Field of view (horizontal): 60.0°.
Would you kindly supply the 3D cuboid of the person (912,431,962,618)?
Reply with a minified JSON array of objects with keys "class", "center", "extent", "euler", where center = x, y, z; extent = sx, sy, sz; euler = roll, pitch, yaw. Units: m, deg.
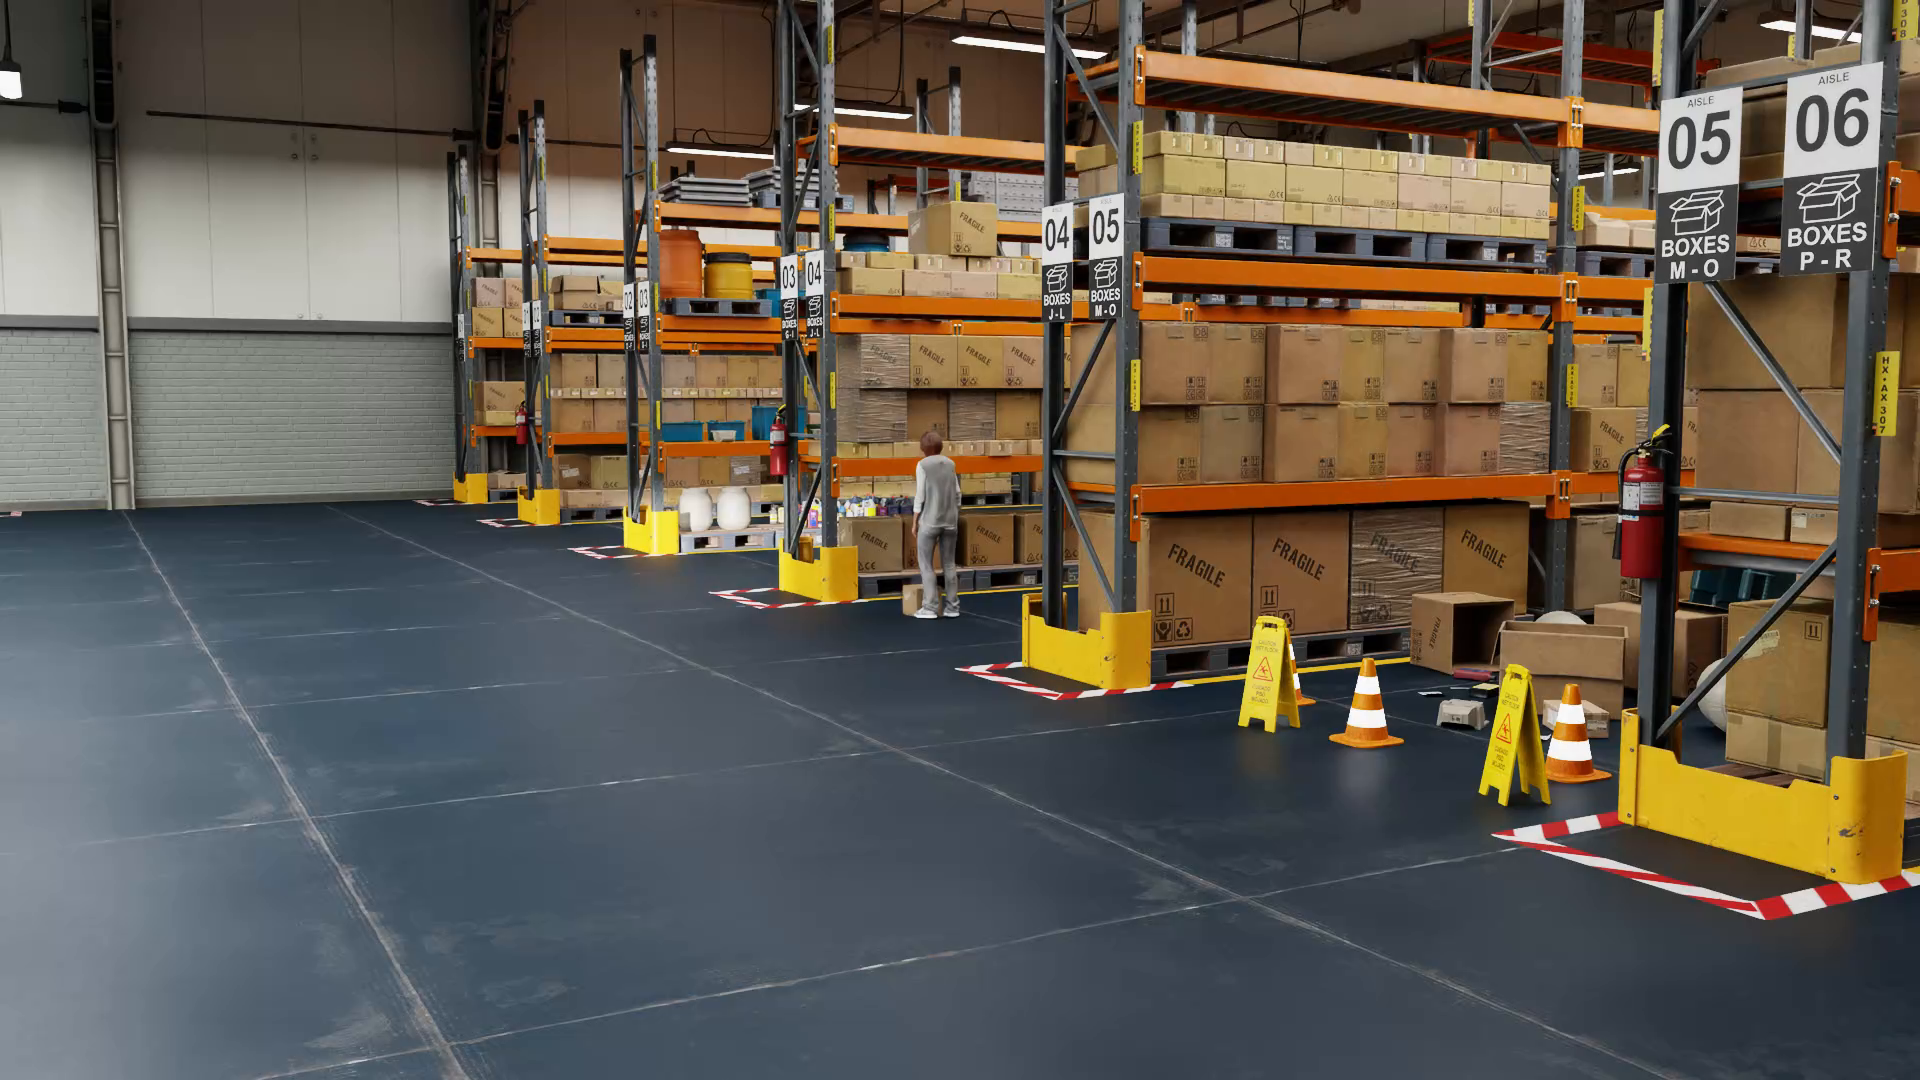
[{"class":"person","center":[-0.203,-0.128,14.127],"extent":[0.467,1.592,0.329],"euler":[-3,6,-31]}]
